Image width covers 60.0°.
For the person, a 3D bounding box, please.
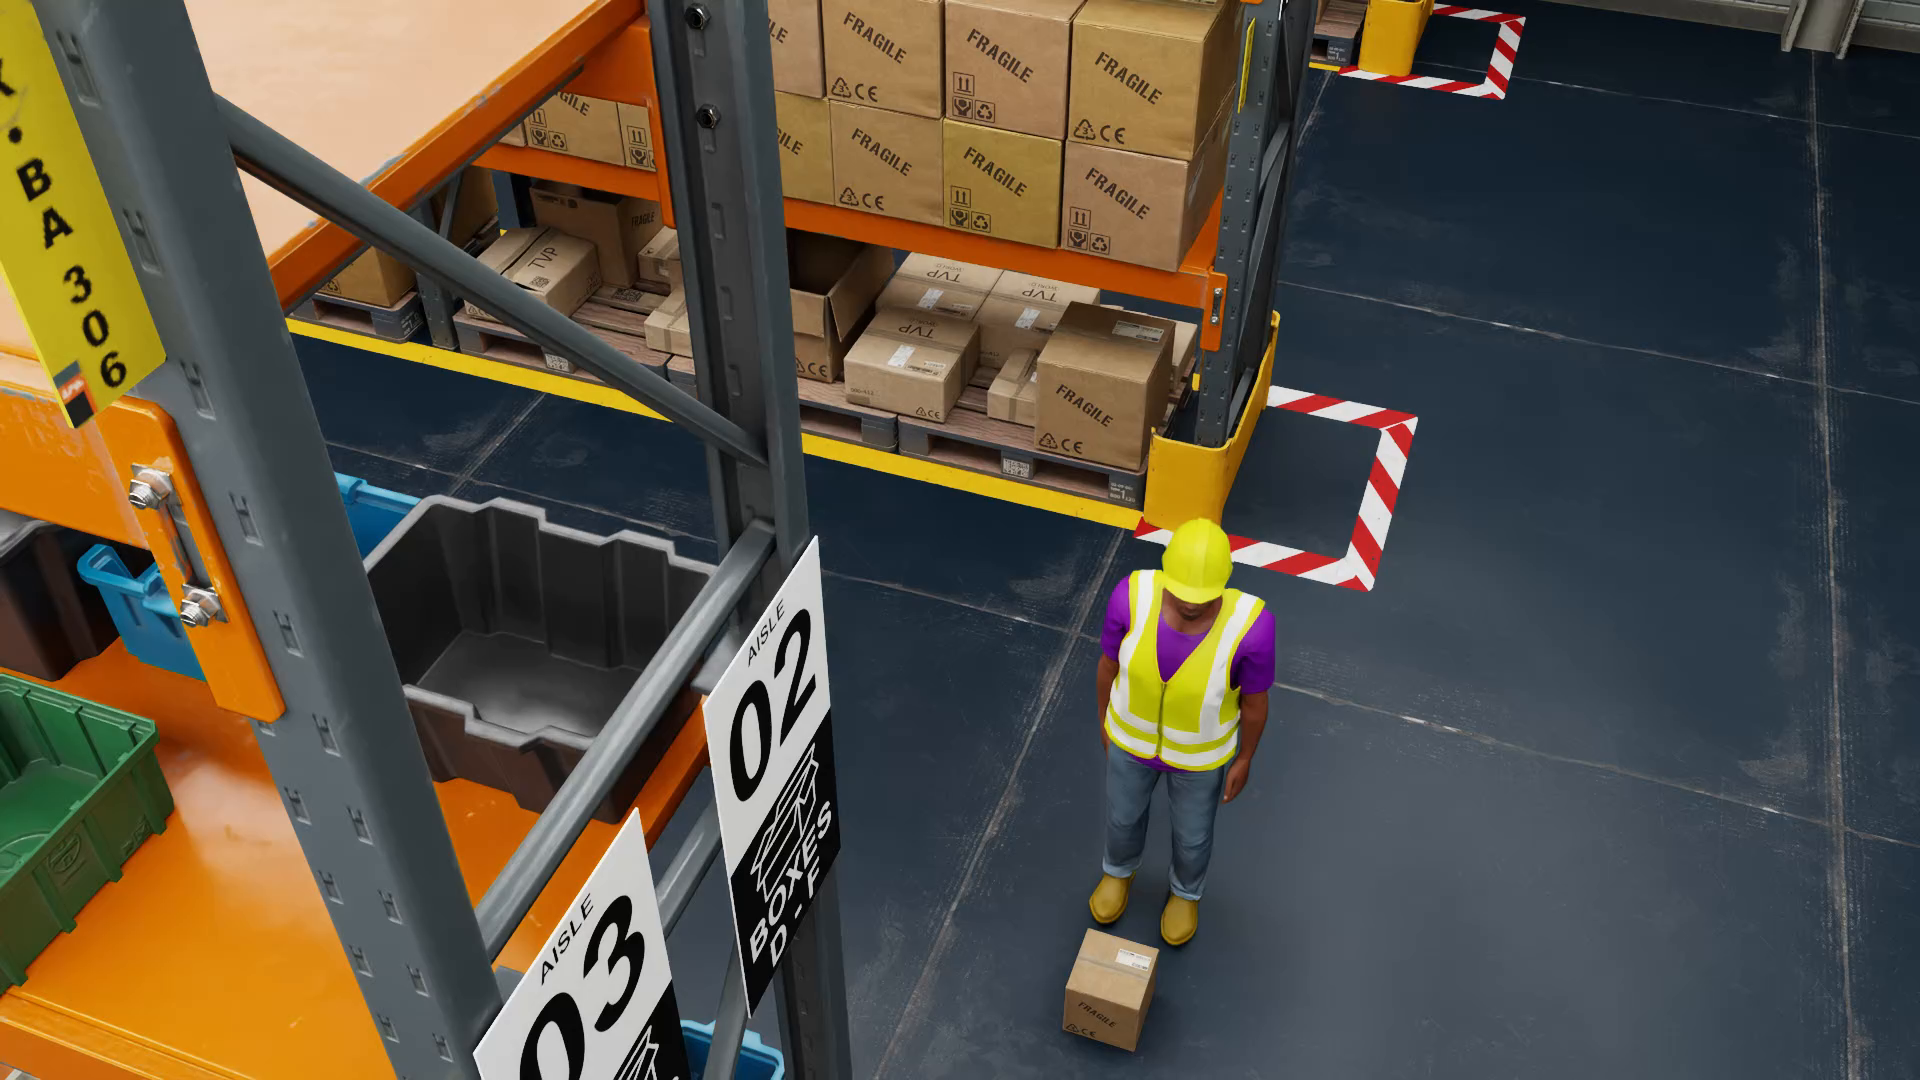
[{"bbox_3d":[-6.807,-0.370,6.564,15.653,1.762,2.992,15,43,16],"label":"person"}]
